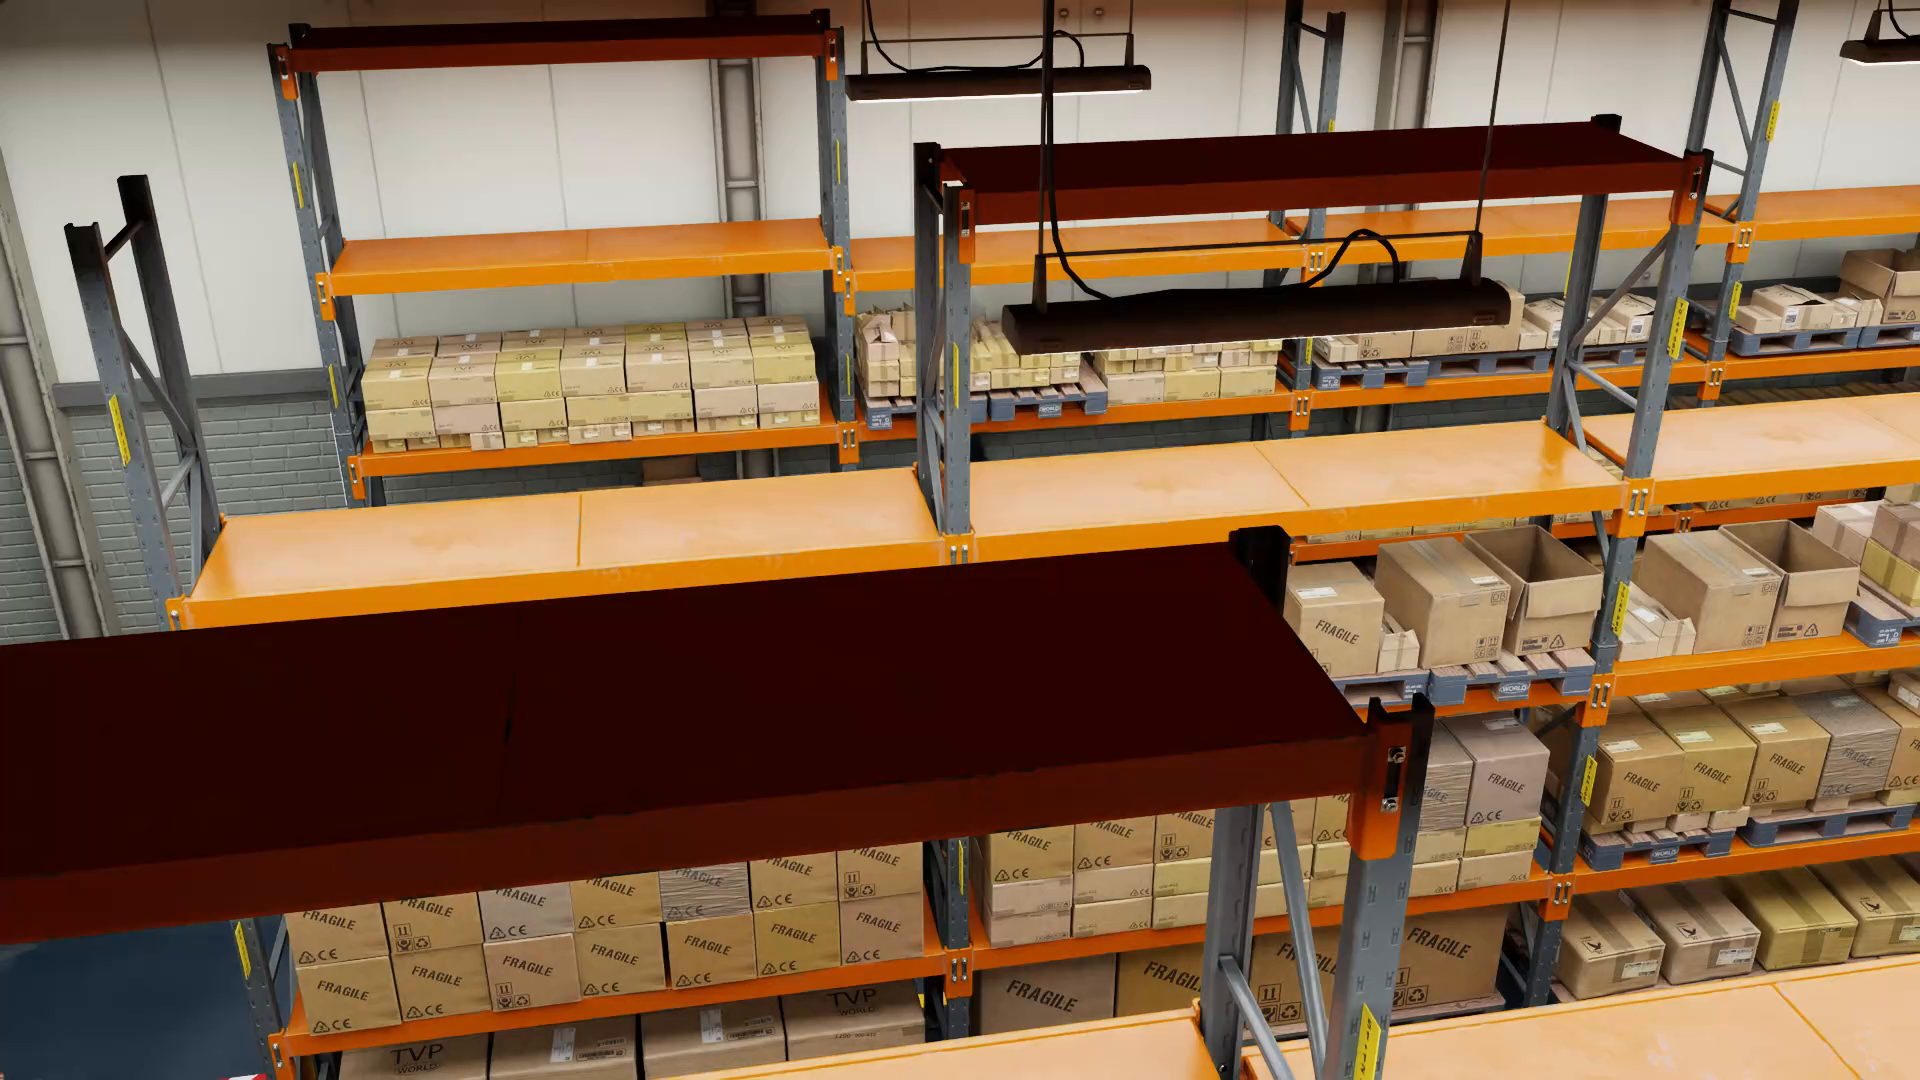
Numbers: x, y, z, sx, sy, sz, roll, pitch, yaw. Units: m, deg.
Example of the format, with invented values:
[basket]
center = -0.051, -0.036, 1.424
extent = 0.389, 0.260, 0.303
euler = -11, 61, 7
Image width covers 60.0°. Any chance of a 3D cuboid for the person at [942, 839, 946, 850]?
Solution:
[person]
center = -0.381, 1.770, 12.015
extent = 0.824, 1.785, 0.709
euler = -9, 27, -18
